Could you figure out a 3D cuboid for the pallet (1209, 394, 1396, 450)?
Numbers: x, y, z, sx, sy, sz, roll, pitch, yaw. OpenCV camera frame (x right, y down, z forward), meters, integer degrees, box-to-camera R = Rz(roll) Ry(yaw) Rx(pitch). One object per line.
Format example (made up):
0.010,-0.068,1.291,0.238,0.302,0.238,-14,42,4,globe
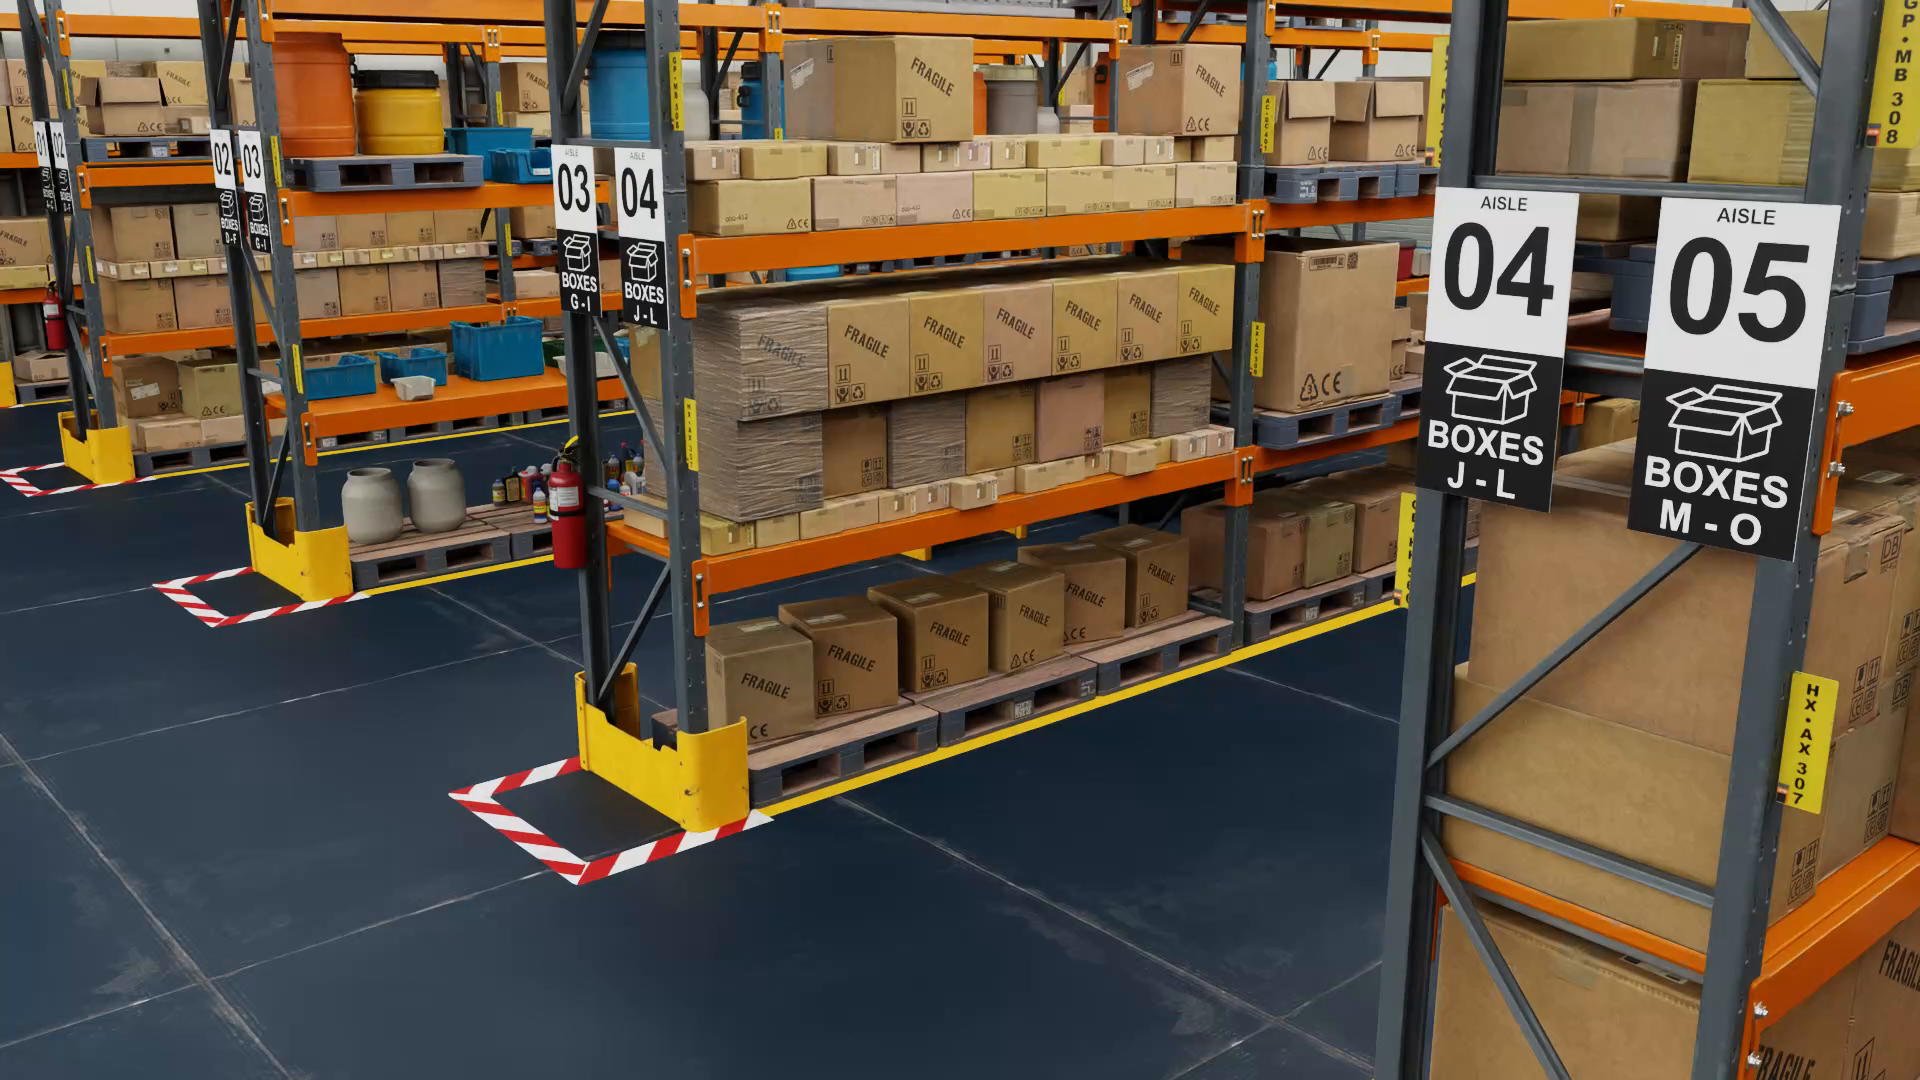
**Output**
2.111,-0.852,10.999,1.213,0.211,1.003,-13,19,-39,pallet

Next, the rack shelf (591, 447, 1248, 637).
-0.070,-0.157,9.420,4.000,0.370,1.077,-13,19,-39,rack shelf

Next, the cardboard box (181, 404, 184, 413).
-7.499,-1.205,16.463,0.500,0.250,0.500,-13,19,-39,cardboard box

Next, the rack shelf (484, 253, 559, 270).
-6.807,-3.728,22.787,4.000,0.370,1.077,-13,19,-39,rack shelf

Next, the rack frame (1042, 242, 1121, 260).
1.205,-2.485,16.742,0.127,3.000,1.000,-13,19,-39,rack frame

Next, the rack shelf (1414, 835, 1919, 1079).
3.110,0.826,5.741,4.000,0.370,1.077,-13,19,-39,rack shelf

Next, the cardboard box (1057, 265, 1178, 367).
0.903,-1.304,9.611,0.500,0.500,0.500,-13,19,-39,cardboard box

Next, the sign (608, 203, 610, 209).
-4.935,-4.831,23.434,0.005,0.325,0.100,-13,19,-39,sign

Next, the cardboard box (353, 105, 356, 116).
-6.022,-4.324,16.900,0.500,0.311,0.500,-14,20,-42,cardboard box

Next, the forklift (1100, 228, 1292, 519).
2.258,-1.885,14.627,3.031,2.935,1.130,-12,19,-38,forklift

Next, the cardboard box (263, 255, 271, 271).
-6.671,-2.700,16.095,0.250,0.149,0.380,-13,20,-40,cardboard box

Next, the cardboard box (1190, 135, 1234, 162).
1.383,-2.302,9.760,0.250,0.149,0.380,-12,19,-38,cardboard box

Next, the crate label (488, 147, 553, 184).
-3.201,-2.760,12.247,0.408,0.251,0.502,-13,19,-39,crate label

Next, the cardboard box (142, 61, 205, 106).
-9.310,-5.404,19.685,0.500,0.500,0.500,-14,20,-41,cardboard box

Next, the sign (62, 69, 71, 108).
-7.719,-3.896,14.363,0.005,0.325,0.100,-13,19,-39,sign

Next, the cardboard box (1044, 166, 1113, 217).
0.484,-1.918,9.098,0.500,0.250,0.500,-13,20,-40,cardboard box

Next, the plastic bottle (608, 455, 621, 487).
-2.923,-0.582,14.051,0.097,0.271,0.097,0,15,0,plastic bottle

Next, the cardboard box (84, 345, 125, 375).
-10.322,-2.169,19.914,0.500,0.311,0.500,-11,18,-35,cardboard box

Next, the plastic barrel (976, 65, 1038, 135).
0.443,-4.080,15.928,0.600,0.901,0.600,0,15,0,plastic barrel

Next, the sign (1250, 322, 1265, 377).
1.801,-1.157,10.093,0.005,0.325,0.100,-13,19,-39,sign

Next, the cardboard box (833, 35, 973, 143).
-0.282,-2.248,8.301,0.500,0.500,0.500,-13,20,-40,cardboard box

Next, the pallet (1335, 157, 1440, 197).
2.755,-2.462,11.207,1.003,0.211,1.213,-13,19,-39,pallet

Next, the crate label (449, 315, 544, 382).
-3.619,-1.512,13.028,0.616,0.435,0.502,-13,19,-39,crate label

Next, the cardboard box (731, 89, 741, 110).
-3.394,-6.567,25.165,0.500,0.500,0.700,-13,20,-40,cardboard box

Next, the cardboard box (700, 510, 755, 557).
-1.207,-0.046,8.098,0.250,0.149,0.380,-13,19,-39,cardboard box

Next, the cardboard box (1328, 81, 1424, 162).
2.568,-2.766,10.965,0.637,0.503,0.797,-12,19,-37,cardboard box

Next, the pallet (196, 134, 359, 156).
-6.608,-3.824,16.113,1.213,0.211,1.003,-13,19,-39,pallet

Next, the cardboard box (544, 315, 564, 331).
-5.807,-3.287,23.734,0.500,0.500,0.700,-12,19,-39,cardboard box

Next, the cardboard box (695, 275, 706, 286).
-3.299,-3.211,19.266,0.500,0.500,0.500,-14,20,-42,cardboard box

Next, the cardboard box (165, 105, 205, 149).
-9.318,-4.926,19.832,0.500,0.500,0.500,-14,20,-41,cardboard box

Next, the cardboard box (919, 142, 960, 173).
-0.216,-1.951,8.446,0.250,0.149,0.380,-14,20,-42,cardboard box

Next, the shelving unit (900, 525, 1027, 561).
-0.058,-0.712,13.008,1.083,1.500,0.587,-13,19,-39,shelving unit

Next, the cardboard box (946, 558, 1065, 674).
0.267,0.440,9.820,0.500,0.500,0.500,14,20,42,cardboard box

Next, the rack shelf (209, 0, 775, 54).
-3.321,-3.827,12.307,4.000,0.370,1.077,-13,19,-39,rack shelf

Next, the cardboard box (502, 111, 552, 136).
-4.590,-4.455,17.780,0.500,0.250,0.500,-10,18,-34,cardboard box

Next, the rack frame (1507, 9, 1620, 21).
4.456,-4.420,12.358,0.127,3.000,1.000,-13,19,-39,rack frame

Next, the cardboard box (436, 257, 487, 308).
-5.392,-2.745,17.519,0.500,0.500,0.700,-13,20,-41,cardboard box

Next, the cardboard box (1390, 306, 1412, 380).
2.686,-1.408,11.695,0.637,0.503,0.797,-10,18,-34,cardboard box

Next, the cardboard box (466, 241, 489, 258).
-5.126,-3.047,17.393,0.250,0.149,0.380,-13,20,-39,cardboard box

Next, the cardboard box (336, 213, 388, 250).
-6.151,-3.201,16.713,0.500,0.500,0.700,-13,20,-39,cardboard box

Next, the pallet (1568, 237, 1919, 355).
2.154,-0.717,4.482,1.213,0.211,1.003,-13,19,-39,pallet

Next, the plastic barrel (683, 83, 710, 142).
-2.267,-3.479,13.620,0.421,0.512,0.421,0,15,0,plastic barrel

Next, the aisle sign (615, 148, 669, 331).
-1.429,-1.353,7.465,0.004,0.787,0.394,-13,19,-39,aisle sign

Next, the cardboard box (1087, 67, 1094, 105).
1.786,-6.255,22.913,0.500,0.500,0.700,-13,19,-39,cardboard box

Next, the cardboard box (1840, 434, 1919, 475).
2.772,-0.012,5.100,0.550,0.550,0.875,-13,19,-39,cardboard box

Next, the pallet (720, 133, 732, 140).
-3.339,-4.486,18.785,1.213,0.211,1.003,-12,19,-37,pallet

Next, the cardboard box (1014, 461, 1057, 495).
0.328,-0.377,9.337,0.250,0.149,0.380,-13,19,-39,cardboard box

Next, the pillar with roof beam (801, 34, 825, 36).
0.505,-7.439,23.662,0.400,9.000,9.100,-13,19,-39,pillar with roof beam

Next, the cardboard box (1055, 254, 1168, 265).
0.932,-1.492,10.315,0.500,0.500,0.500,-13,19,-39,cardboard box

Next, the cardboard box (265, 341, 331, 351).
-6.747,-1.737,17.003,0.500,0.500,0.500,-13,19,-39,cardboard box

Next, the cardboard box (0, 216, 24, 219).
-11.118,-3.480,19.263,0.500,0.500,0.500,-13,20,-40,cardboard box

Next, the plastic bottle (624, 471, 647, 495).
-2.623,-0.425,13.455,0.135,0.276,0.152,-12,19,-38,plastic bottle

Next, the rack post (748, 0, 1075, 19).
-0.384,-5.153,14.717,3.121,1.000,1.013,-13,19,-39,rack post

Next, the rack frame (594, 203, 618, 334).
-5.299,-4.414,23.963,0.127,3.000,1.000,-13,19,-39,rack frame

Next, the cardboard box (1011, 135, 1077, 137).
0.459,-2.268,9.632,0.250,0.149,0.380,-12,19,-38,cardboard box

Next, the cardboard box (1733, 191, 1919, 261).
2.070,-0.758,3.942,0.250,0.149,0.380,-12,19,-39,cardboard box
